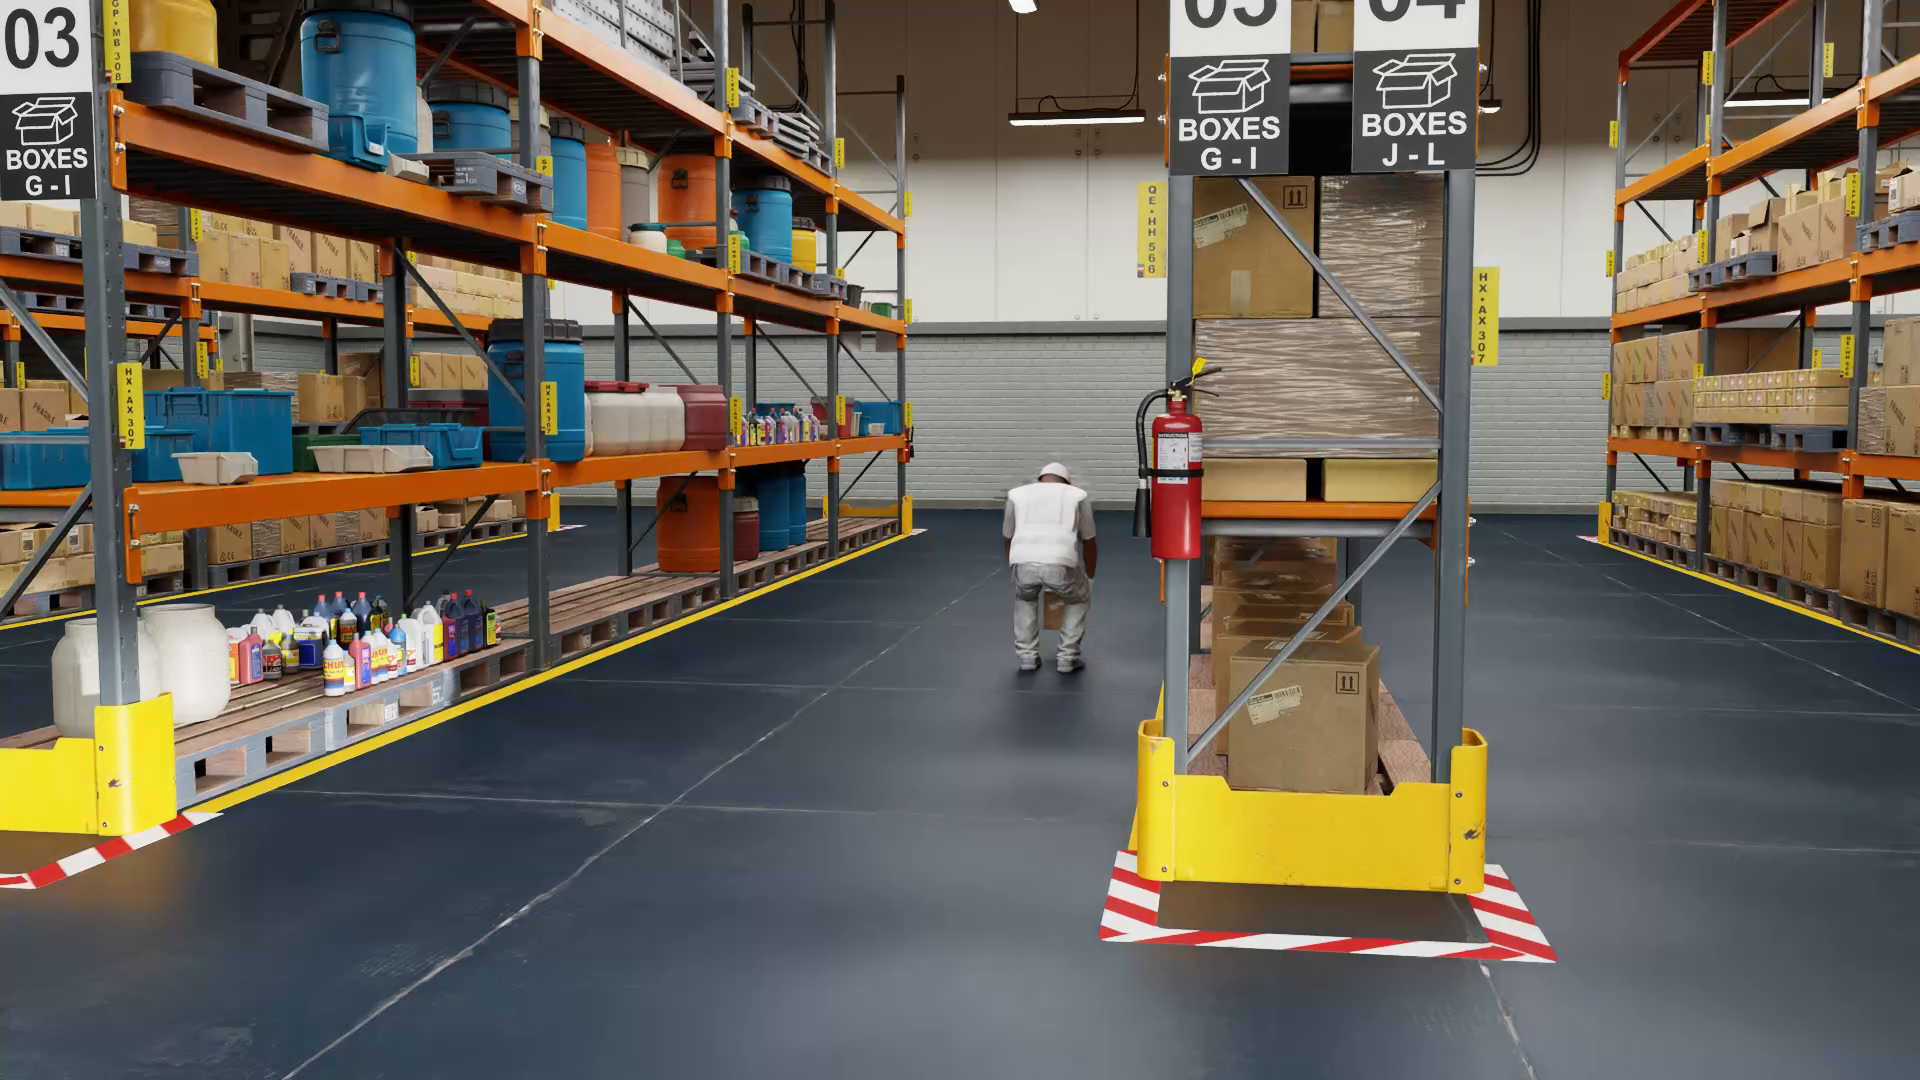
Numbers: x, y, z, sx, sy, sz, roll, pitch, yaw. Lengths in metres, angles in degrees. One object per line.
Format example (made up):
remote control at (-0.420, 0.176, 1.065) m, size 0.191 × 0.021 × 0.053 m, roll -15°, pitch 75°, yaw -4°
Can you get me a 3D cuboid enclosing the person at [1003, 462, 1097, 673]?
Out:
person at (0.537, 0.163, 10.540) m, size 0.610 × 1.293 × 0.823 m, roll 1°, pitch 5°, yaw 16°
